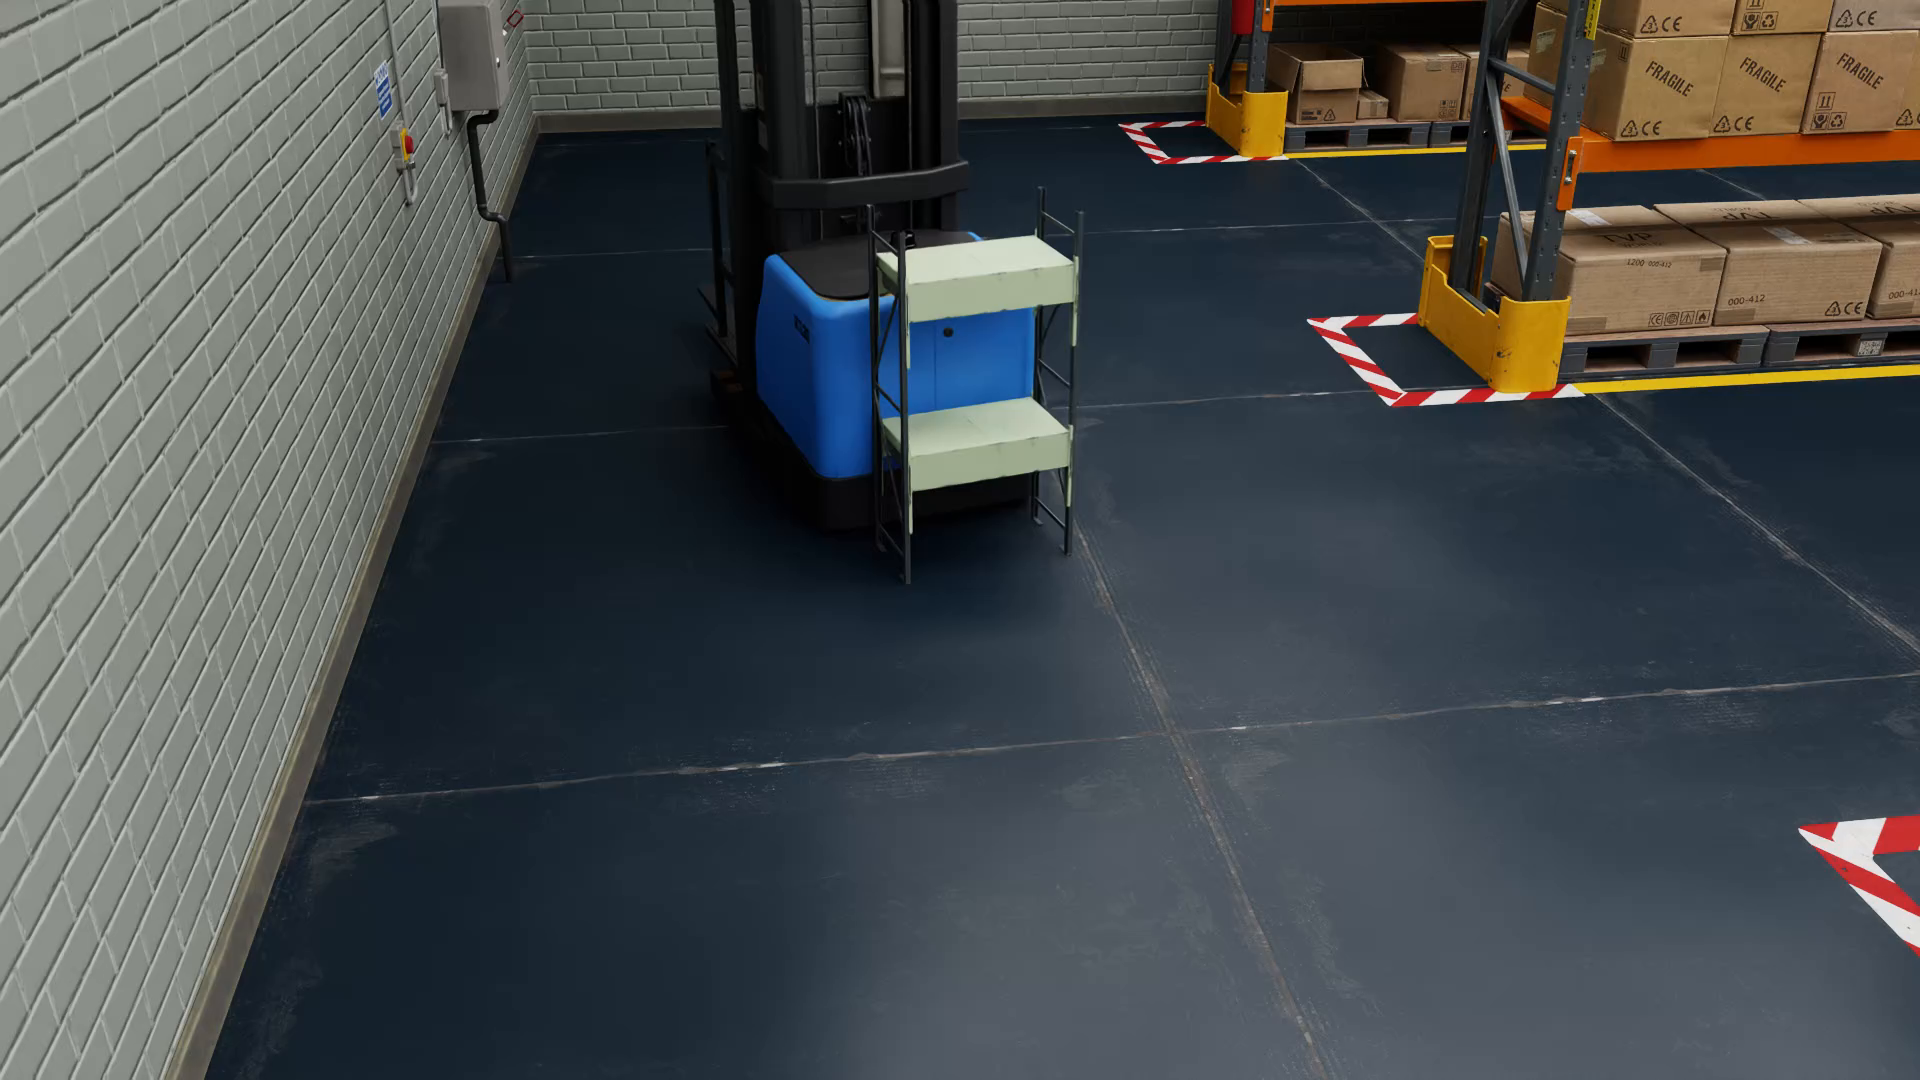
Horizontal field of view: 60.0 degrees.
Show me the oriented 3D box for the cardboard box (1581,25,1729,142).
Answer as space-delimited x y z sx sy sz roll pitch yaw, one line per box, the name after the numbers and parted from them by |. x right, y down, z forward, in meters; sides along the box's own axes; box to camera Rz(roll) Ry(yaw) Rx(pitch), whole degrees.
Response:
3.457 -2.323 8.383 0.500 0.500 0.500 -4 27 -8 | cardboard box

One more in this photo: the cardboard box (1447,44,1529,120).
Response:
4.255 -3.718 13.488 0.500 0.500 0.500 -3 27 -6 | cardboard box

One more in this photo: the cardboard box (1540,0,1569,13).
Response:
3.386 -3.006 8.618 0.500 0.500 0.500 -3 27 -5 | cardboard box

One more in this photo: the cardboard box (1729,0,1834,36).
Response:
3.967 -2.805 8.227 0.500 0.500 0.500 -4 27 -9 | cardboard box

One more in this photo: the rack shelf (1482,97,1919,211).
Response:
4.922 -2.185 9.011 4.000 0.370 1.077 -4 27 -7 | rack shelf

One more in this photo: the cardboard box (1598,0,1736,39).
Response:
3.457 -2.769 8.157 0.500 0.500 0.500 -4 27 -8 | cardboard box

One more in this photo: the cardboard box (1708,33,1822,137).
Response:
3.954 -2.368 8.470 0.500 0.500 0.500 -4 27 -8 | cardboard box

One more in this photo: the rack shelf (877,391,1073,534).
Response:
0.056 -0.334 6.973 0.720 0.370 0.431 -10 29 -19 | rack shelf

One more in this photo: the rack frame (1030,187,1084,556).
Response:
0.398 -0.684 6.941 0.023 1.500 0.400 -10 29 -19 | rack frame

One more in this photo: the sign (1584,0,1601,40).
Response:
3.013 -2.547 7.894 0.005 0.325 0.100 -4 27 -7 | sign

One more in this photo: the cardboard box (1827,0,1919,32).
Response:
4.476 -2.842 8.297 0.500 0.500 0.500 -4 27 -8 | cardboard box

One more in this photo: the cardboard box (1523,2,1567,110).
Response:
3.382 -2.573 8.869 0.500 0.500 0.500 -4 27 -7 | cardboard box

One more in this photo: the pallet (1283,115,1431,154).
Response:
3.111 -3.437 13.718 1.213 0.211 1.003 -4 27 -7 | pallet

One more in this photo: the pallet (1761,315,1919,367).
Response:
4.928 -1.300 9.552 1.213 0.211 1.003 -4 27 -7 | pallet

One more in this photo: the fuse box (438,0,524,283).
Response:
-2.787 -2.395 10.043 0.414 1.711 0.539 -4 27 -7 | fuse box

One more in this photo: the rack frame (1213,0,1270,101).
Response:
2.246 -4.622 12.972 0.127 3.000 1.000 -4 27 -7 | rack frame

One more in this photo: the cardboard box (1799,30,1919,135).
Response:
4.460 -2.392 8.517 0.500 0.500 0.500 -4 27 -7 | cardboard box

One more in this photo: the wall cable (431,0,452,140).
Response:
-2.848 -3.101 8.896 0.122 1.984 0.588 -4 27 -7 | wall cable

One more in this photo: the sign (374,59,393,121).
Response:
-2.693 -2.103 7.768 0.001 0.218 0.327 -4 27 -7 | sign

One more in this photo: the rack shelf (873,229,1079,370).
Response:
0.056 -0.972 6.646 0.720 0.370 0.431 -10 29 -19 | rack shelf

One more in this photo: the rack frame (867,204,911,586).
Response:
-0.285 -0.564 6.707 0.023 1.500 0.400 -10 29 -19 | rack frame

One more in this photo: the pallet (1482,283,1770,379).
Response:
3.723 -1.224 9.404 1.213 0.211 1.003 -4 27 -7 | pallet

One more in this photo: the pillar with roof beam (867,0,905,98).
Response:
0.051 -5.581 8.269 0.400 9.000 9.100 -4 27 -7 | pillar with roof beam

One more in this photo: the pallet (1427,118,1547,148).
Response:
4.316 -3.513 13.866 1.213 0.211 1.003 -4 27 -7 | pallet

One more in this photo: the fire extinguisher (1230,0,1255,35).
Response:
2.165 -4.203 12.649 0.183 0.674 0.296 -4 27 -7 | fire extinguisher

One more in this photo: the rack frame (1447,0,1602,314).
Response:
2.942 -2.378 8.599 0.127 3.000 1.000 -4 27 -7 | rack frame

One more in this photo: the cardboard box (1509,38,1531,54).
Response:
4.745 -3.795 13.639 0.500 0.500 0.700 -5 28 -9 | cardboard box

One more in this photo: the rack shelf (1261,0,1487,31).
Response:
4.227 -4.429 13.384 4.000 0.370 1.077 -4 27 -7 | rack shelf

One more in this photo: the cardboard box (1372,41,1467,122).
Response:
3.717 -3.729 13.511 0.500 0.500 0.700 -3 27 -5 | cardboard box

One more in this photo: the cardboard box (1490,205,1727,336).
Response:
3.581 -1.512 9.258 0.875 0.438 0.875 -5 28 -9 | cardboard box

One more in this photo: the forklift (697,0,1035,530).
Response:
-0.652 -1.999 7.935 1.130 2.935 3.031 -10 29 -19 | forklift

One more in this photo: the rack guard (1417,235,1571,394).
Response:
2.918 -1.265 9.167 0.348 0.500 1.175 -4 27 -7 | rack guard

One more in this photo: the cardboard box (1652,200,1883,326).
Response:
4.486 -1.574 9.379 0.875 0.438 0.875 -3 27 -6 | cardboard box

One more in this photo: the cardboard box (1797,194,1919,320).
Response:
5.380 -1.631 9.489 0.875 0.438 0.875 -4 27 -9 | cardboard box

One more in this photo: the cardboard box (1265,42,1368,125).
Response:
2.865 -3.694 13.438 0.637 0.503 0.797 -5 28 -9 | cardboard box

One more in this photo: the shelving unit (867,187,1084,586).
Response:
0.056 -0.624 6.824 0.755 1.500 0.431 -10 29 -19 | shelving unit

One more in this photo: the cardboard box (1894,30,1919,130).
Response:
4.954 -2.432 8.594 0.500 0.500 0.500 -3 27 -5 | cardboard box

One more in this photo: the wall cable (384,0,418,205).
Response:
-2.639 -2.475 7.640 0.123 1.953 0.585 -4 27 -7 | wall cable

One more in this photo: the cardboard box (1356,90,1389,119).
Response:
3.291 -3.546 13.538 0.250 0.149 0.380 -5 28 -9 | cardboard box

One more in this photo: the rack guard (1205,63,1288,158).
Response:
2.322 -3.515 13.552 0.348 0.500 1.175 -4 27 -7 | rack guard
